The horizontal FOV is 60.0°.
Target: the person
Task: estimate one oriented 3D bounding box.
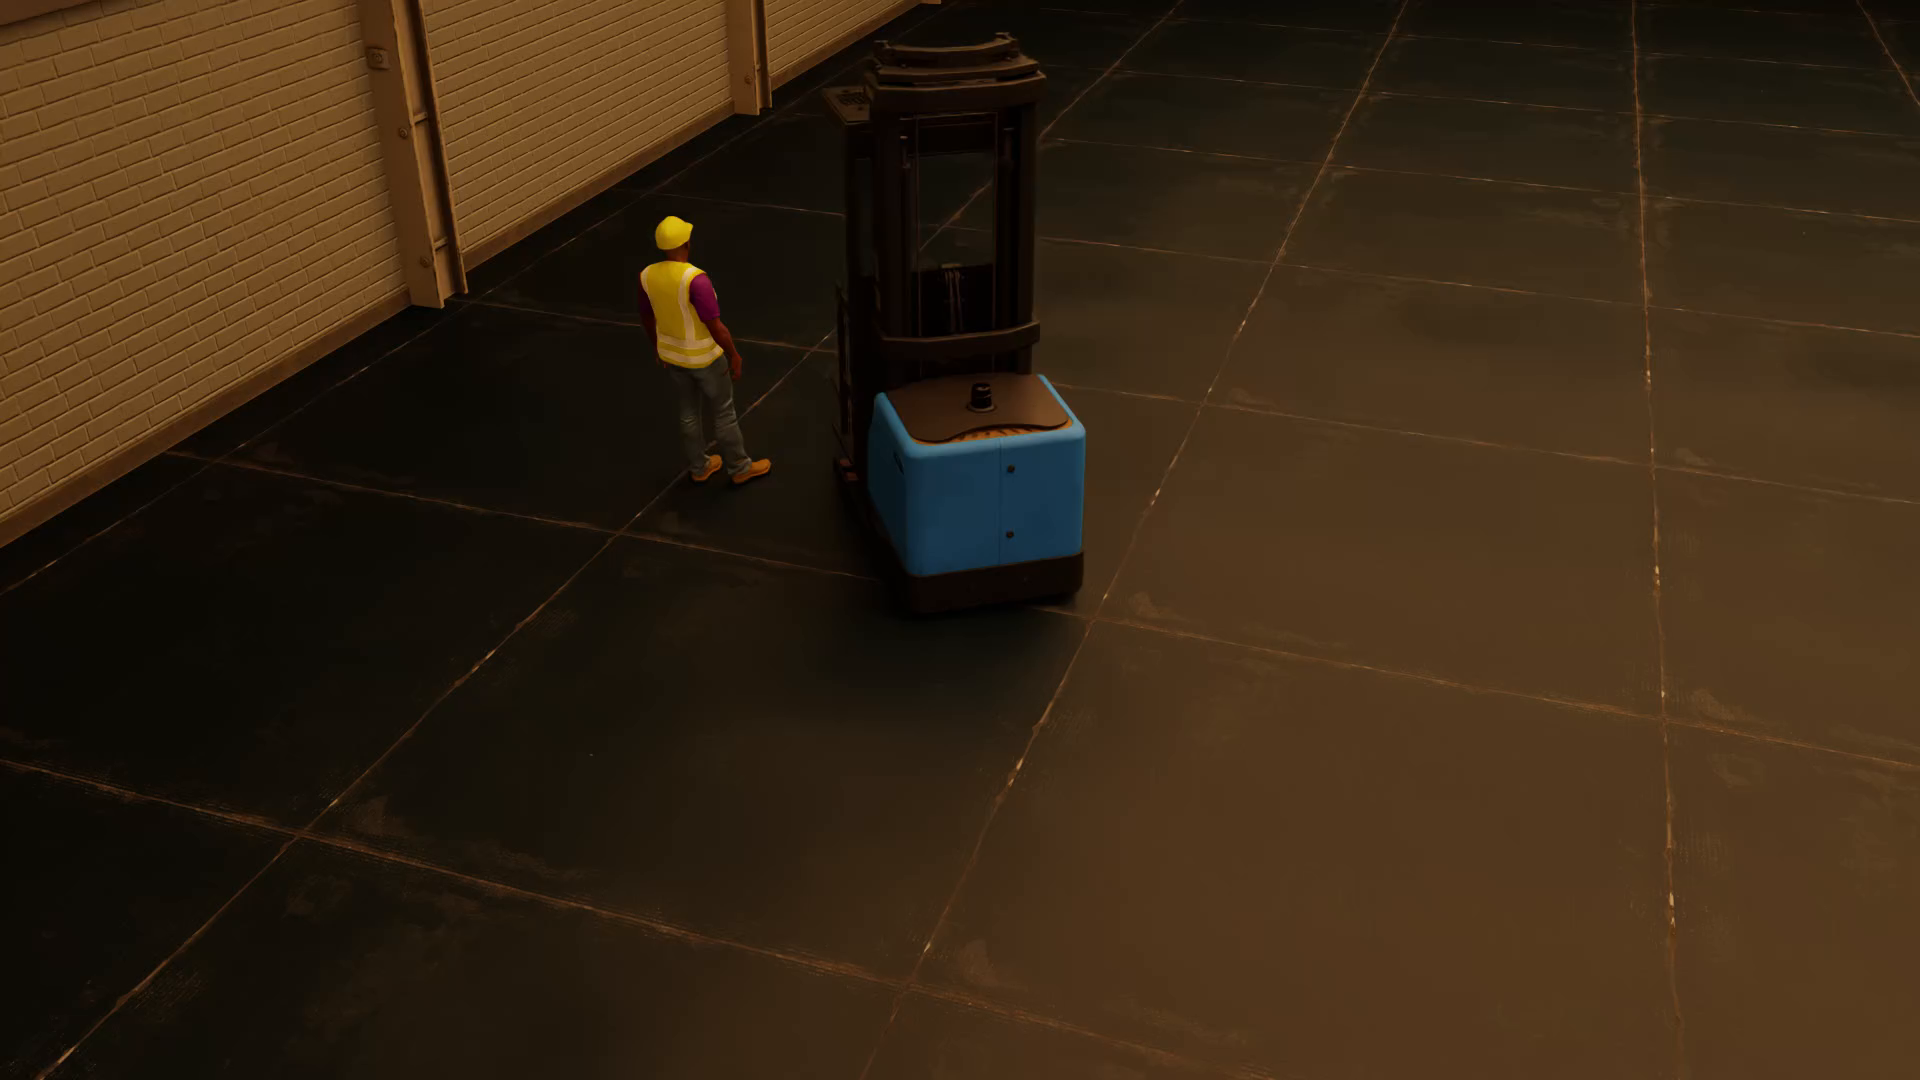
[{"bbox_3d":[-1.624,-1.192,10.392,0.668,1.768,0.569,16,33,25],"label":"person"}]

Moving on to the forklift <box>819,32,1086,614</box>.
[{"bbox_3d":[-0.183,-1.581,9.910,1.130,2.935,3.031,-8,31,-13],"label":"forklift"}]
